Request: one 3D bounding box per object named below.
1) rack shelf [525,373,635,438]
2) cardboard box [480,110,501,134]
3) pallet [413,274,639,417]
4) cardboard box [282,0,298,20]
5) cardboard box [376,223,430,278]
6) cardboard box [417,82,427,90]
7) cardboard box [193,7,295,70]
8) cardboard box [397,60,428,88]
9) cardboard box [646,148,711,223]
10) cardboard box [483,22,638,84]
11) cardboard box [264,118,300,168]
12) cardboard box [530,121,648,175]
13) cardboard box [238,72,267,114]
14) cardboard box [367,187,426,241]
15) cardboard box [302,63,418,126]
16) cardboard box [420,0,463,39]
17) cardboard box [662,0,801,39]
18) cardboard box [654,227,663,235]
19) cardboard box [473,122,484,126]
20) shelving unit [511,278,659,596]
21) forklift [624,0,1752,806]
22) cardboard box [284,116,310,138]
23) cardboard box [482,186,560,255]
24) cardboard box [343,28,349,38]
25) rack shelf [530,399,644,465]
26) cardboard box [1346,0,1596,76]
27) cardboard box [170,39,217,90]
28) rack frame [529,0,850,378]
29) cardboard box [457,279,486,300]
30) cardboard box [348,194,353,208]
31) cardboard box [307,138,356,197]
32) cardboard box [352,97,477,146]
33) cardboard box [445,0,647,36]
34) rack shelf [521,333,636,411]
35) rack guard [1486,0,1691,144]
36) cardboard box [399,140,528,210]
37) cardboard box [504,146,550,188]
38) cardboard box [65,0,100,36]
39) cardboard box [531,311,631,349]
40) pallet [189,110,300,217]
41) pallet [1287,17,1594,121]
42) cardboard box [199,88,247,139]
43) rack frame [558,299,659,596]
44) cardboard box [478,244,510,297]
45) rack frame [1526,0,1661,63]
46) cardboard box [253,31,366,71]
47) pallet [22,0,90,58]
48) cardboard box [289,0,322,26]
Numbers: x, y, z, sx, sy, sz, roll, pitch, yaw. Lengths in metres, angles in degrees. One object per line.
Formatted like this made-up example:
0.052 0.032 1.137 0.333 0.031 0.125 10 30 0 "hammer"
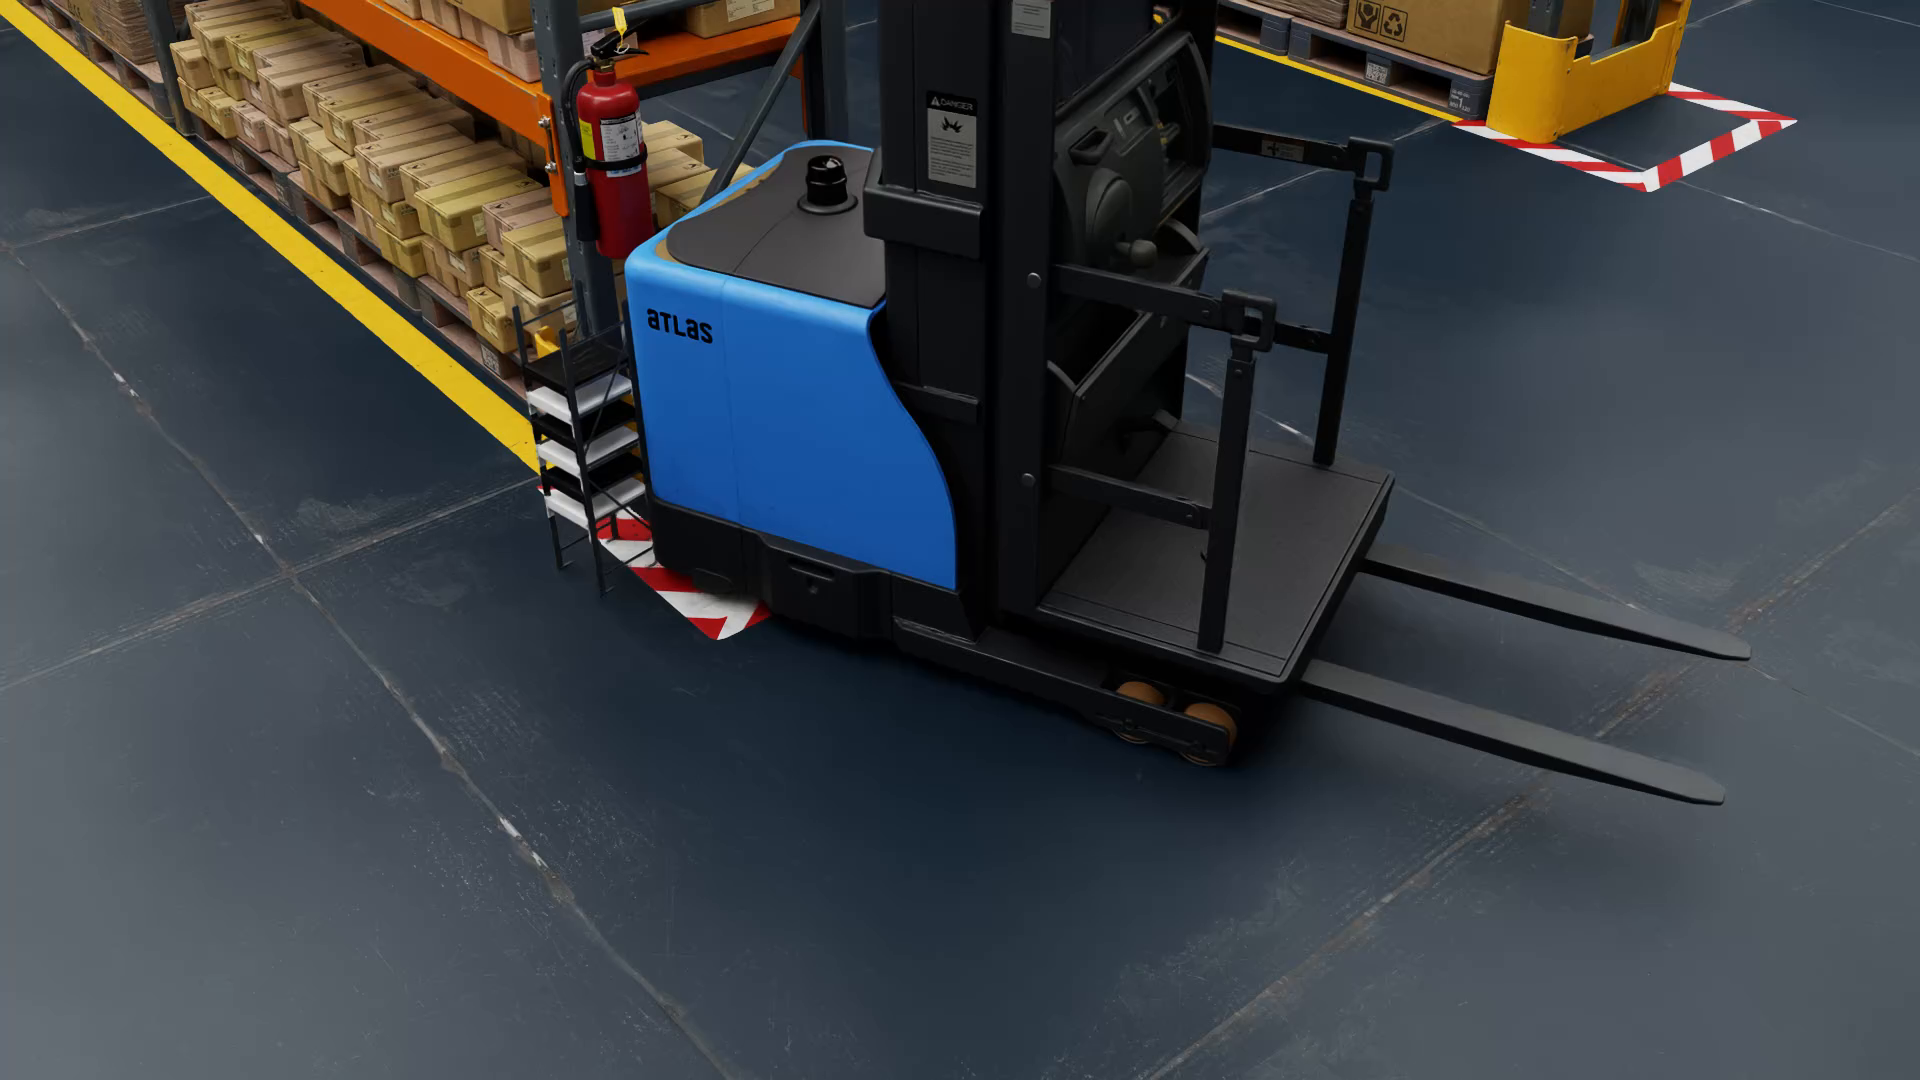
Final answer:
-1.084 -0.409 4.795 0.200 0.077 0.258 26 43 32 "rack shelf"
-1.722 -1.772 6.745 0.380 0.149 0.250 -25 42 -31 "cardboard box"
-1.325 -0.857 6.278 1.003 0.211 1.213 -26 43 -32 "pallet"
-3.634 -2.932 8.594 0.500 0.500 0.500 -24 42 -30 "cardboard box"
-2.007 -1.170 6.410 0.380 0.149 0.250 -28 44 -34 "cardboard box"
-2.277 -1.985 7.304 0.380 0.149 0.250 -25 42 -31 "cardboard box"
-3.163 -2.233 7.397 0.380 0.149 0.250 -24 42 -30 "cardboard box"
-2.217 -2.112 7.226 0.380 0.149 0.250 -28 44 -34 "cardboard box"
-1.127 -1.275 6.044 0.380 0.149 0.250 -25 42 -31 "cardboard box"
-1.205 -1.526 5.026 0.380 0.149 0.250 -26 43 -32 "cardboard box"
-2.797 -1.782 7.274 0.380 0.149 0.250 -27 43 -33 "cardboard box"
-1.415 -1.513 6.380 0.380 0.149 0.250 -28 44 -34 "cardboard box"
-2.954 -2.033 7.372 0.380 0.149 0.250 -26 43 -32 "cardboard box"
-2.018 -1.298 6.334 0.380 0.149 0.250 -25 42 -31 "cardboard box"
-2.436 -1.801 6.786 0.380 0.149 0.250 -28 44 -34 "cardboard box"
-1.510 -1.755 5.349 0.380 0.149 0.250 -26 43 -32 "cardboard box"
-0.737 -1.752 5.346 0.380 0.149 0.250 -26 43 -32 "cardboard box"
-0.921 -1.046 5.978 0.380 0.149 0.250 -24 42 -30 "cardboard box"
-1.980 -1.726 6.938 0.380 0.149 0.250 -24 42 -30 "cardboard box"
-1.084 -0.289 4.880 0.210 0.900 0.258 26 43 32 "shelving unit"
0.623 -0.950 4.055 3.031 2.935 1.130 16 38 22 "forklift"
-2.622 -1.783 7.018 0.380 0.149 0.250 -24 42 -30 "cardboard box"
-1.432 -1.112 5.813 0.380 0.149 0.250 -25 42 -31 "cardboard box"
-2.570 -2.341 7.549 0.380 0.149 0.250 -26 43 -32 "cardboard box"
-1.084 -0.336 4.847 0.200 0.077 0.258 26 43 32 "rack shelf"
2.601 -2.952 8.298 0.875 0.875 0.875 -26 43 -32 "cardboard box"
-3.370 -2.206 7.615 0.380 0.149 0.250 -24 42 -30 "cardboard box"
-0.779 -1.590 4.899 1.000 3.000 0.127 -26 43 -32 "rack frame"
-1.626 -0.977 6.137 0.380 0.149 0.250 -26 43 -32 "cardboard box"
-2.274 -1.438 6.788 0.380 0.149 0.250 -25 42 -31 "cardboard box"
-2.368 -1.530 6.660 0.380 0.149 0.250 -26 43 -31 "cardboard box"
-2.116 -1.573 6.464 0.380 0.149 0.250 -28 44 -33 "cardboard box"
-1.265 -1.854 4.929 0.500 0.500 0.500 -25 42 -31 "cardboard box"
-1.084 -0.482 4.743 0.200 0.077 0.258 26 43 32 "rack shelf"
3.091 -2.364 8.156 1.175 0.500 0.348 -26 43 -32 "rack guard"
-1.815 -1.317 6.103 0.380 0.149 0.250 -28 44 -33 "cardboard box"
-1.606 -1.499 6.617 0.380 0.149 0.250 -28 44 -34 "cardboard box"
-4.361 -2.966 8.643 0.500 0.500 0.500 -27 43 -33 "cardboard box"
-1.278 -0.752 5.820 0.380 0.149 0.250 -25 42 -31 "cardboard box"
-2.899 -1.934 7.799 1.003 0.211 1.213 -26 43 -32 "pallet"
2.500 -2.581 8.712 1.003 0.211 1.213 -26 43 -32 "pallet"
-3.199 -1.966 7.533 0.380 0.149 0.250 -25 42 -31 "cardboard box"
-1.006 -0.251 4.826 0.006 0.900 0.240 26 43 32 "rack frame"
-1.465 -0.981 5.886 0.380 0.149 0.250 -27 43 -33 "cardboard box"
3.076 -3.395 7.448 1.000 3.000 0.127 -26 43 -32 "rack frame"
-2.777 -2.033 7.114 0.380 0.149 0.250 -27 43 -33 "cardboard box"
-4.655 -3.100 9.444 1.003 0.211 1.213 -26 43 -32 "pallet"
-2.931 -2.546 7.839 0.380 0.149 0.250 -25 42 -31 "cardboard box"
